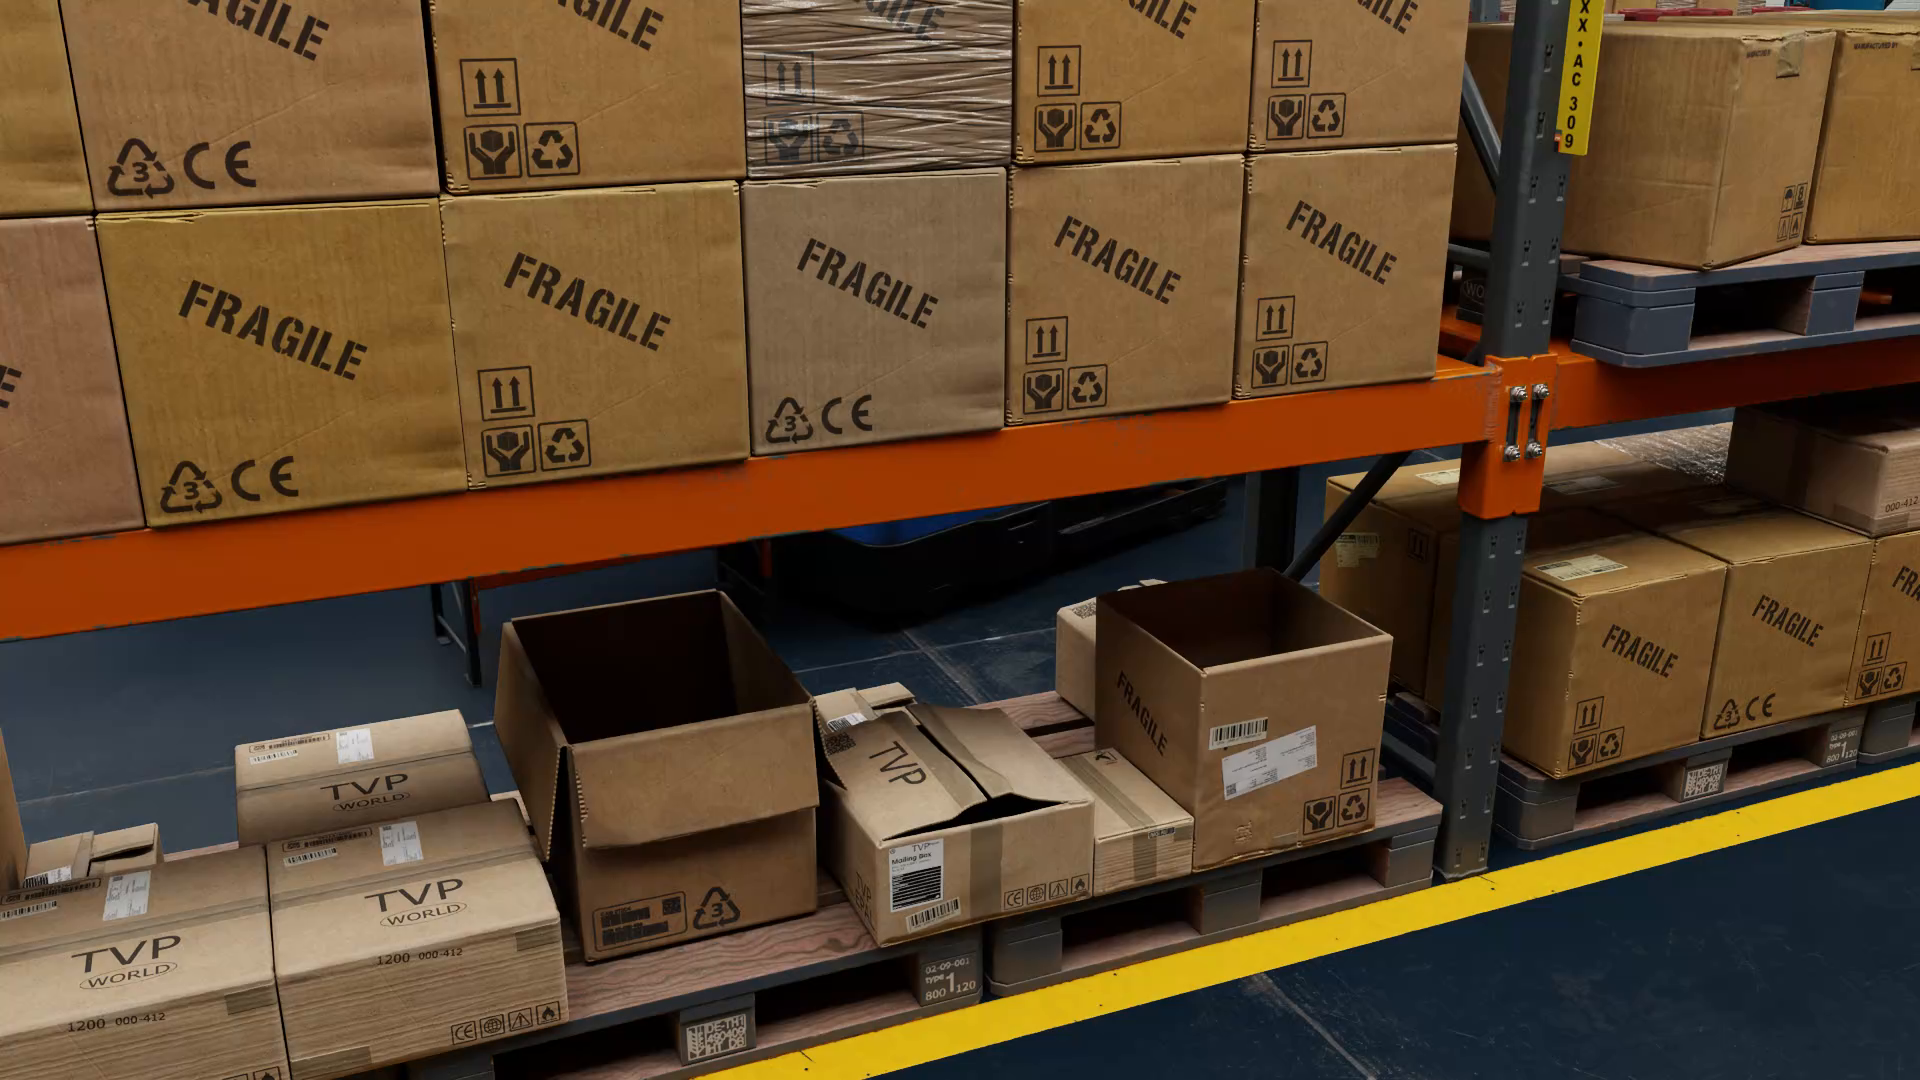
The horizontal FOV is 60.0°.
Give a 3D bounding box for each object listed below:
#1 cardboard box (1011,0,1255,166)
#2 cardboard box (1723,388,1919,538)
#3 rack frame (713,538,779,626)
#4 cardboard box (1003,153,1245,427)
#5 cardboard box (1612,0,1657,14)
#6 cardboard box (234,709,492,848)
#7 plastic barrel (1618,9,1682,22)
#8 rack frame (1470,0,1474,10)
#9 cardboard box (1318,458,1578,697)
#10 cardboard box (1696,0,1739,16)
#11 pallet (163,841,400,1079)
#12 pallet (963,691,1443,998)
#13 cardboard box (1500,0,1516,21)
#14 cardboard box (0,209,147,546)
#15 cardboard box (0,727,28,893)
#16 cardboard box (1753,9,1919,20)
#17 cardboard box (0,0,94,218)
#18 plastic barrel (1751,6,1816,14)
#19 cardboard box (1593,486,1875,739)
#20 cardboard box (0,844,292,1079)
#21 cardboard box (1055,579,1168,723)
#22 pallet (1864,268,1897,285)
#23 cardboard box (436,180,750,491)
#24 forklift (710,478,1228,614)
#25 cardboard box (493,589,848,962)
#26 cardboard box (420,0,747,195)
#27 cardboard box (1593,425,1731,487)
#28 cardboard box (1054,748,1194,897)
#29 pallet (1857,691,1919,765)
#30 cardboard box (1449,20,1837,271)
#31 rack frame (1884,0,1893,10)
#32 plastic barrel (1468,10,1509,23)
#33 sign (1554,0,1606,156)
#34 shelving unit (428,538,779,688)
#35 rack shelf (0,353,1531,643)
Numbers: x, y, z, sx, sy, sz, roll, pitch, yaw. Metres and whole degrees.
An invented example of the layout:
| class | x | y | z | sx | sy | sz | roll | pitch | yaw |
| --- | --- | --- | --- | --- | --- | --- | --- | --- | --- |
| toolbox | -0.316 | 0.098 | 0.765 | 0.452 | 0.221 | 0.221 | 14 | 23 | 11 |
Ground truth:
| class | x | y | z | sx | sy | sz | roll | pitch | yaw |
| --- | --- | --- | --- | --- | --- | --- | --- | --- | --- |
| cardboard box | 0.232 | -1.031 | 3.278 | 0.500 | 0.500 | 0.500 | -9 | 21 | -23 |
| cardboard box | 2.522 | -0.229 | 4.629 | 0.500 | 0.250 | 0.500 | -8 | 21 | -22 |
| rack frame | -0.759 | -0.311 | 5.711 | 0.032 | 1.125 | 0.500 | -11 | 22 | -28 |
| cardboard box | 0.233 | -0.561 | 3.448 | 0.500 | 0.500 | 0.500 | -8 | 21 | -20 |
| cardboard box | 6.294 | -5.232 | 16.268 | 0.500 | 0.500 | 0.875 | -8 | 21 | -22 |
| cardboard box | -1.324 | 0.627 | 3.702 | 0.500 | 0.250 | 0.500 | -8 | 21 | -22 |
| plastic barrel | 4.414 | -3.141 | 10.722 | 0.433 | 0.535 | 0.433 | 0 | 19 | 0 |
| rack frame | 4.488 | -4.800 | 15.638 | 0.127 | 3.000 | 1.000 | -8 | 21 | -22 |
| cardboard box | 1.403 | 0.093 | 4.842 | 0.500 | 0.500 | 0.500 | -8 | 21 | -22 |
| cardboard box | 7.233 | -5.347 | 16.594 | 0.500 | 0.500 | 0.875 | -8 | 21 | -22 |
| pallet | -1.808 | 1.000 | 3.363 | 1.213 | 0.211 | 1.003 | -8 | 21 | -22 |
| pallet | 0.432 | 0.679 | 4.275 | 1.213 | 0.211 | 1.003 | -8 | 21 | -22 |
| cardboard box | 4.926 | -5.028 | 15.686 | 0.500 | 0.500 | 0.875 | -8 | 21 | -22 |
| cardboard box | -1.626 | -0.294 | 2.691 | 0.500 | 0.500 | 0.500 | -8 | 21 | -22 |
| cardboard box | -2.208 | 0.625 | 3.332 | 0.500 | 0.500 | 0.500 | -8 | 21 | -22 |
| cardboard box | 2.661 | -1.223 | 4.695 | 0.500 | 0.500 | 0.700 | -15 | 24 | -36 |
| cardboard box | -1.621 | -0.768 | 2.530 | 0.500 | 0.500 | 0.500 | -8 | 21 | -21 |
| plastic barrel | 5.485 | -3.295 | 11.158 | 0.433 | 0.535 | 0.433 | 0 | 19 | 0 |
| cardboard box | 2.089 | 0.183 | 4.588 | 0.500 | 0.500 | 0.500 | -8 | 21 | -21 |
| cardboard box | -1.539 | 0.839 | 3.101 | 0.500 | 0.250 | 0.500 | -8 | 21 | -22 |
| cardboard box | 0.592 | 0.324 | 4.472 | 0.500 | 0.311 | 0.500 | -8 | 21 | -22 |
| pallet | 2.952 | -0.905 | 4.863 | 1.213 | 0.211 | 1.003 | -8 | 21 | -22 |
| cardboard box | -0.705 | -0.425 | 3.062 | 0.500 | 0.500 | 0.500 | -8 | 21 | -21 |
| forklift | 0.446 | -1.530 | 6.454 | 3.031 | 2.935 | 1.130 | -18 | 26 | -42 |
| cardboard box | -0.660 | 0.493 | 3.703 | 0.637 | 0.503 | 0.797 | -8 | 21 | -22 |
| cardboard box | -0.694 | -0.899 | 2.903 | 0.500 | 0.500 | 0.500 | -8 | 21 | -22 |
| cardboard box | 2.320 | -0.035 | 5.207 | 0.500 | 0.500 | 0.500 | -8 | 21 | -21 |
| cardboard box | 0.332 | 0.640 | 3.817 | 0.250 | 0.149 | 0.380 | -8 | 21 | -22 |
| pallet | 2.917 | 0.309 | 5.327 | 1.213 | 0.211 | 1.003 | -8 | 21 | -22 |
| cardboard box | 1.587 | -0.965 | 3.965 | 0.500 | 0.500 | 0.700 | -17 | 26 | -40 |
| rack frame | 6.450 | -3.290 | 11.348 | 0.127 | 3.000 | 1.000 | -8 | 21 | -22 |
| plastic barrel | 3.083 | -2.981 | 10.267 | 0.708 | 0.536 | 0.600 | -8 | 21 | -22 |
| sign | 1.285 | -0.970 | 3.457 | 0.005 | 0.325 | 0.100 | -8 | 21 | -22 |
| shelving unit | -1.198 | -0.226 | 5.469 | 1.048 | 1.125 | 0.538 | -11 | 22 | -28 |
| rack shelf | -0.773 | -0.124 | 3.440 | 4.000 | 0.370 | 1.077 | -8 | 21 | -22 |
